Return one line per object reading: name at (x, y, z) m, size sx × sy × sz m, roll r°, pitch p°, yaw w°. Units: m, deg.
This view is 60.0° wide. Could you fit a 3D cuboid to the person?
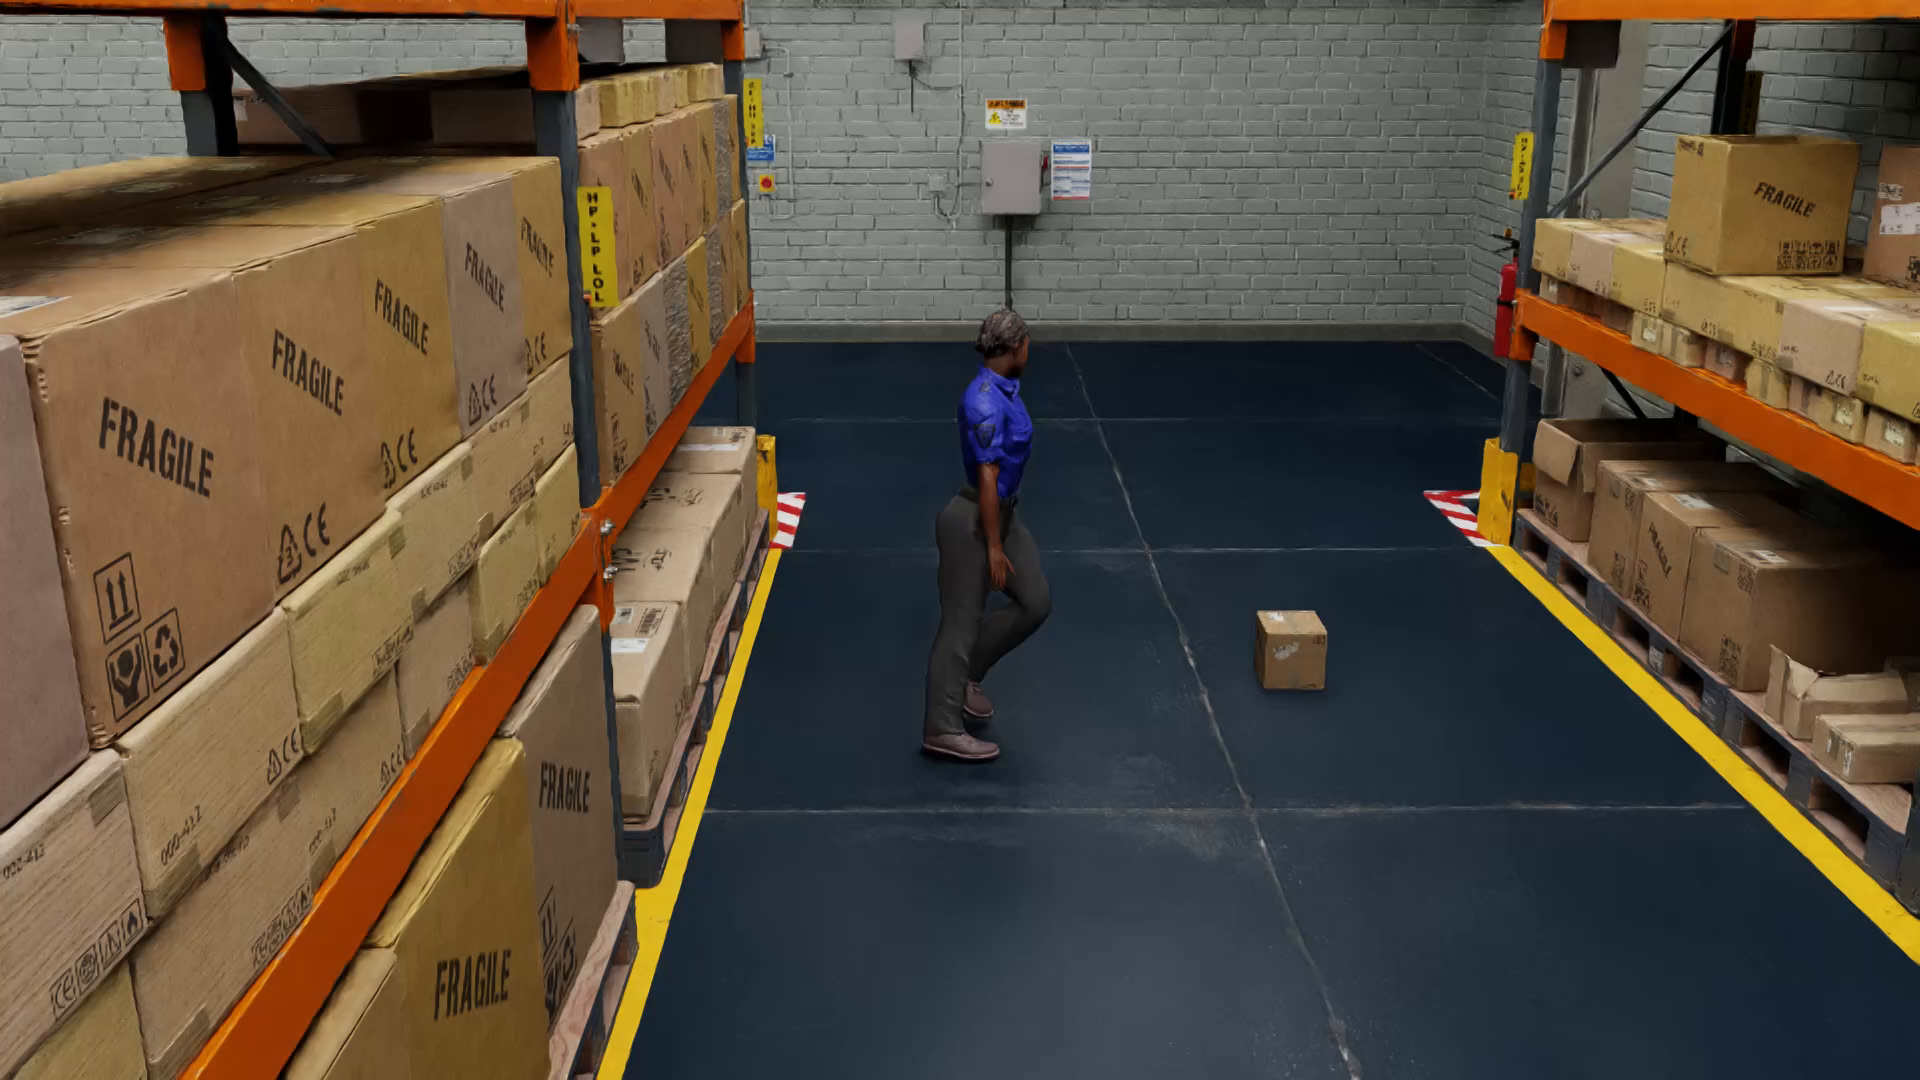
person at (0.093, -0.030, 6.175) m, size 0.445 × 1.632 × 0.554 m, roll 6°, pitch 18°, yaw 18°
